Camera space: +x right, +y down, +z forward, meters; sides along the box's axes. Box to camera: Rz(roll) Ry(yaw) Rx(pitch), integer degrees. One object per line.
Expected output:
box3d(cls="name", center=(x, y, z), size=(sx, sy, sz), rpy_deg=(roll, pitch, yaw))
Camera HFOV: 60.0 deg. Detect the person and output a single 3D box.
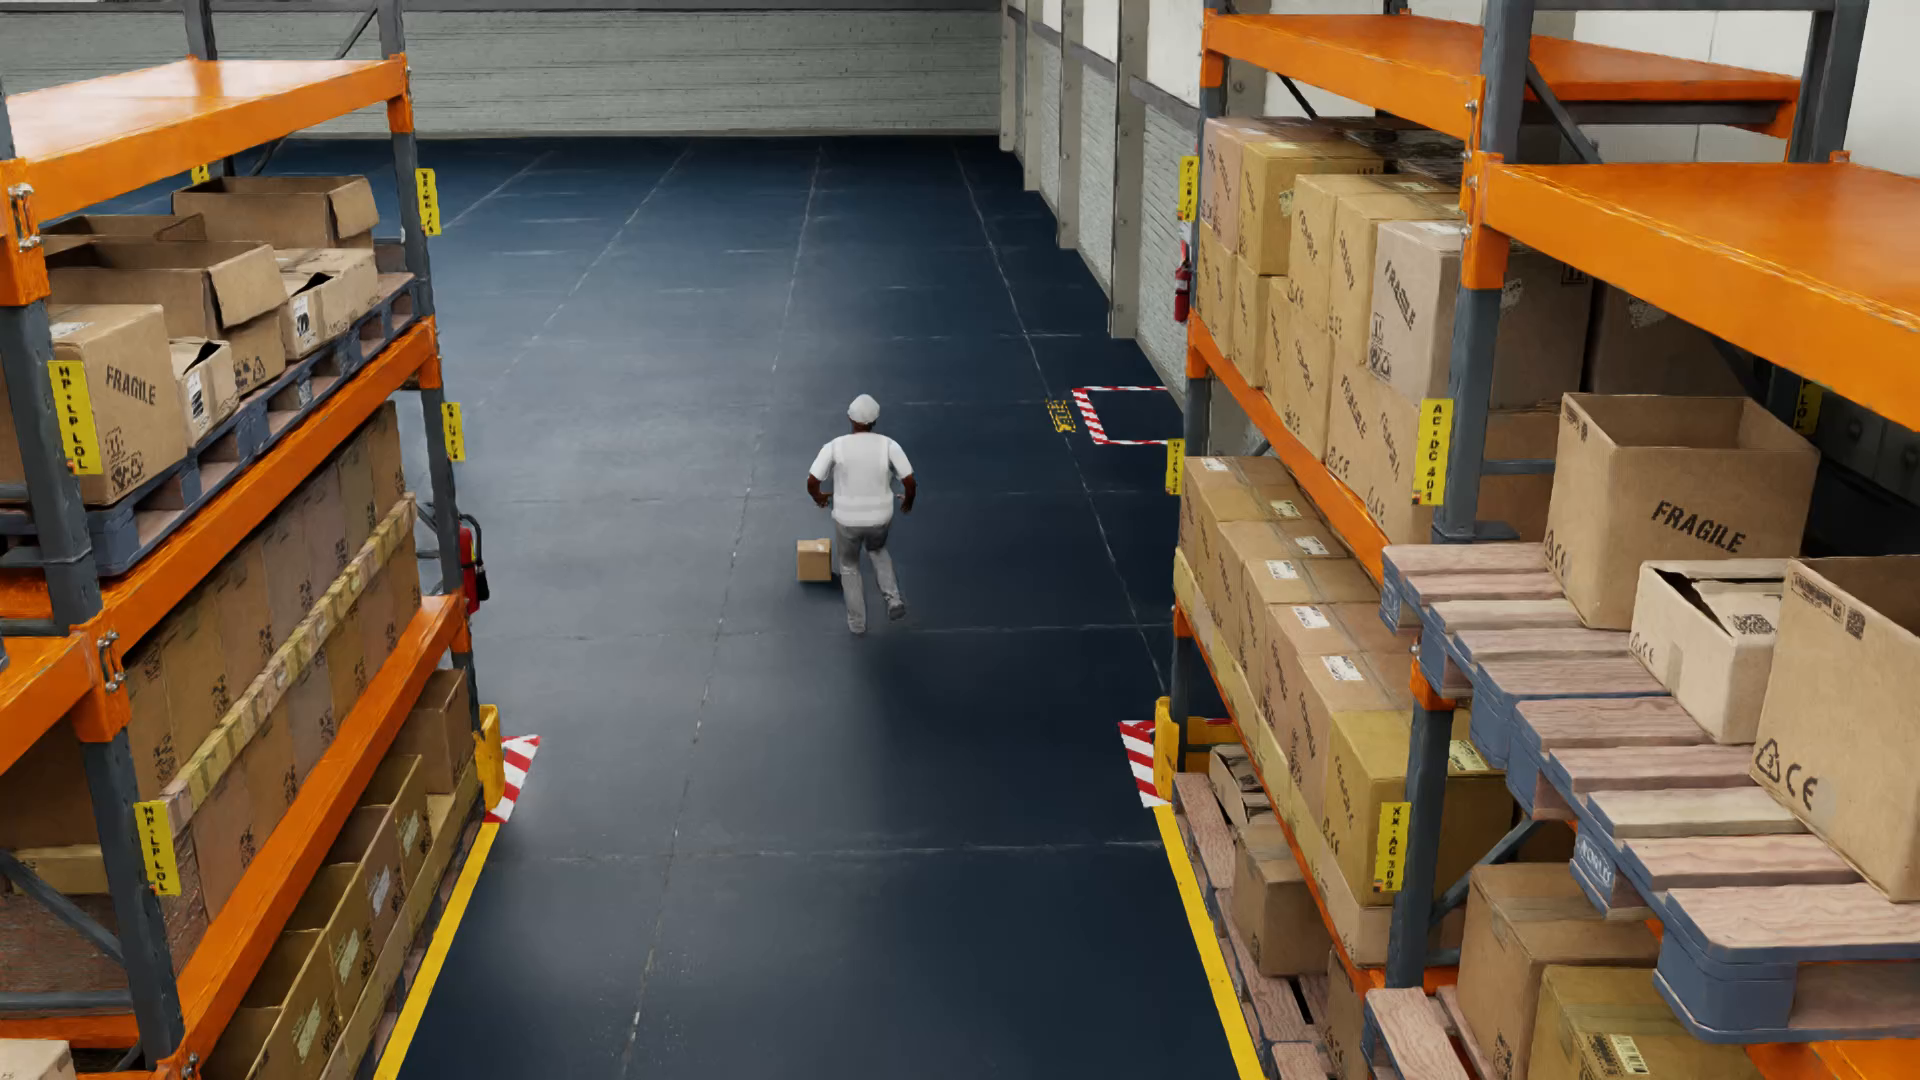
box3d(cls="person", center=(-0.700, -0.187, 11.593), size=(0.746, 1.731, 0.522), rpy_deg=(-5, 21, -14))
